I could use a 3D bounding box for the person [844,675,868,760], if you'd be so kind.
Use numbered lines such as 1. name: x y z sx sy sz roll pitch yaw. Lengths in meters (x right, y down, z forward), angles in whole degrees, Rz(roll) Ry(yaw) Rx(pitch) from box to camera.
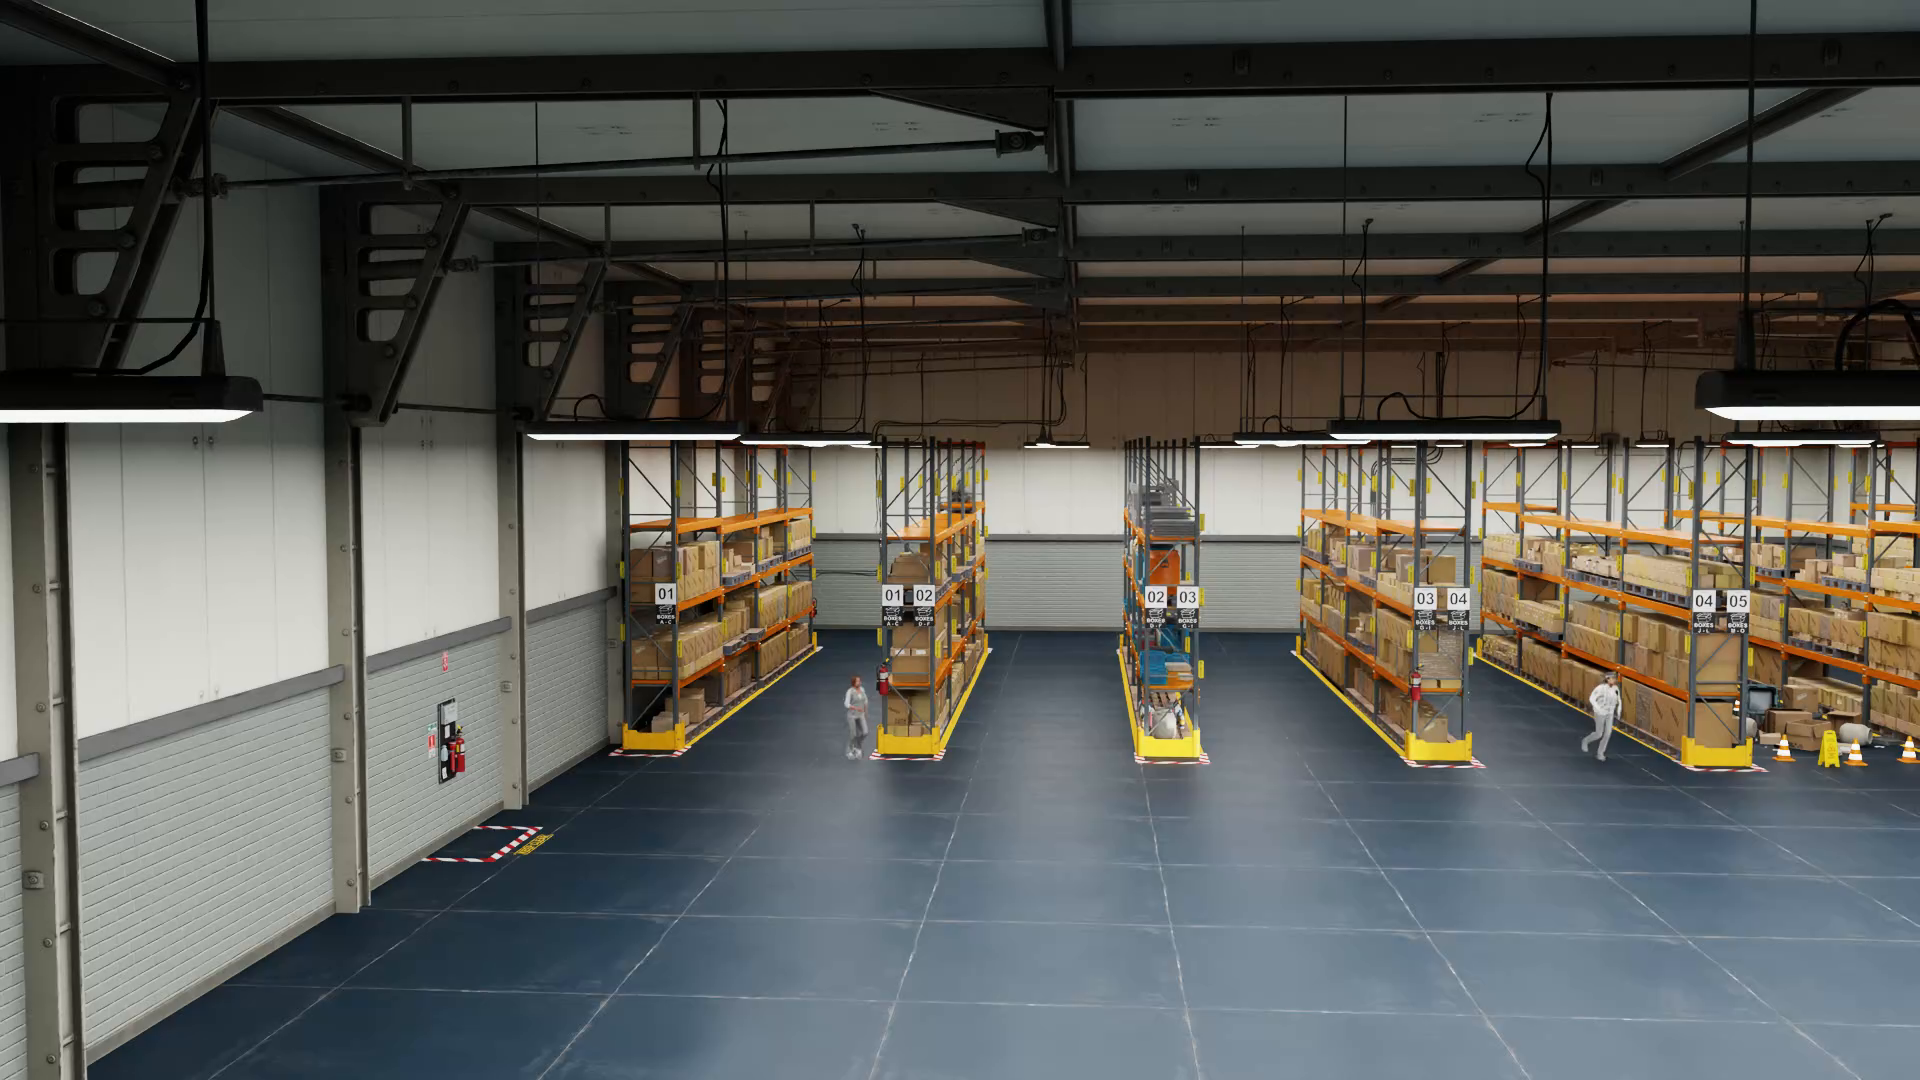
1. person: -1.888 3.286 30.757 0.563 1.584 0.638 -2 4 -32

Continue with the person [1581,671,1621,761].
1. person: 12.047 3.254 31.072 0.666 1.657 0.651 -1 3 -14
